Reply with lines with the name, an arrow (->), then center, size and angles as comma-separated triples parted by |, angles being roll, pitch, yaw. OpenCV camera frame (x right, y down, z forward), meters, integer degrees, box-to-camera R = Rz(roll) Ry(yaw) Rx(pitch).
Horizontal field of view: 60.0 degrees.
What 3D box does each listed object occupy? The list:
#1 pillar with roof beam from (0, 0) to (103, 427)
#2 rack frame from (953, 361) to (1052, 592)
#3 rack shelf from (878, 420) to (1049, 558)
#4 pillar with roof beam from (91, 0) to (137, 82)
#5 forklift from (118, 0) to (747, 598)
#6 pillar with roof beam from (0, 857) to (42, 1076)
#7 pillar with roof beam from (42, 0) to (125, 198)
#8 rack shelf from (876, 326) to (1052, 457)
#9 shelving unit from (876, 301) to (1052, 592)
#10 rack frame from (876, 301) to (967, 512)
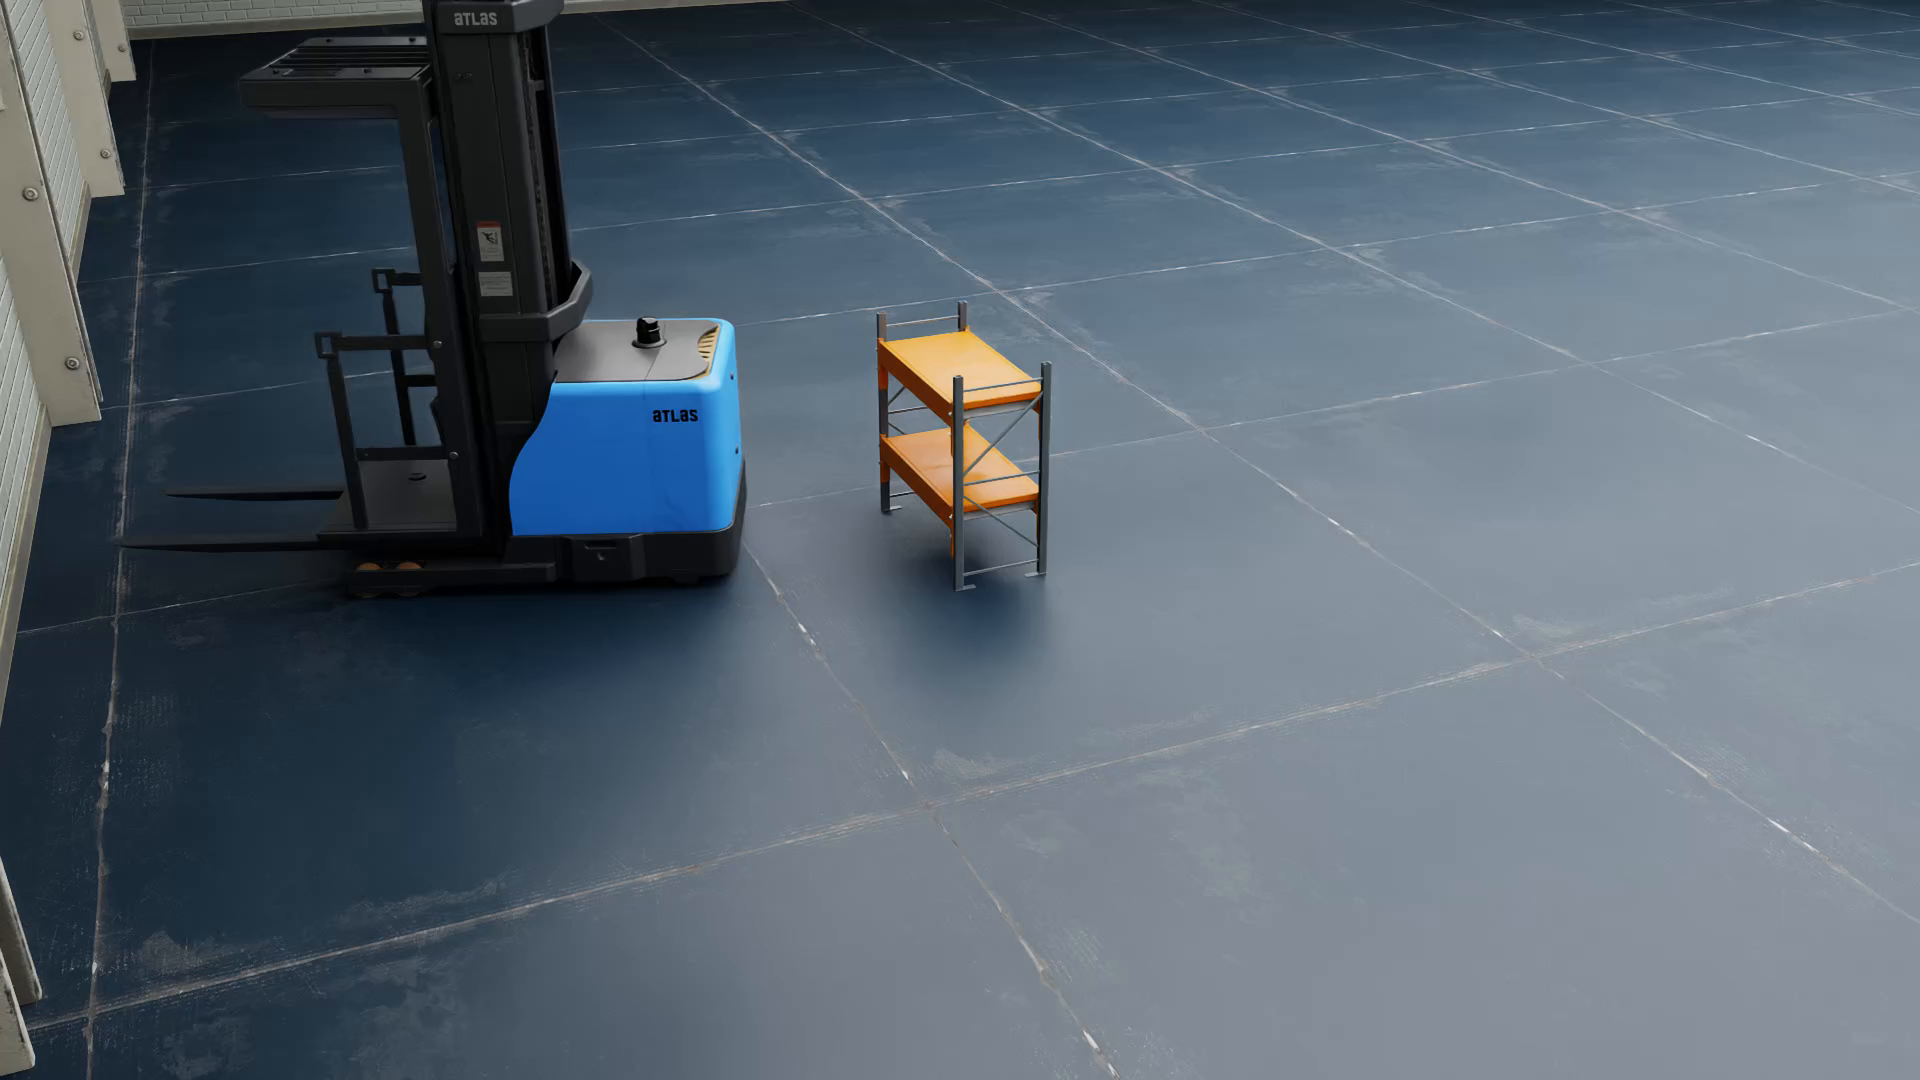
pillar with roof beam -> -1.563, -5.577, 9.916 | 9.100, 9.000, 0.400 | -11, 28, -21
rack frame -> 0.202, -0.298, 8.077 | 0.500, 1.125, 0.032 | -11, 28, -21
rack shelf -> 0.003, -0.283, 8.605 | 0.538, 0.278, 1.000 | -11, 28, -21
pillar with roof beam -> -6.262, -10.422, 19.838 | 9.100, 9.000, 0.400 | -11, 28, -21
forklift -> -2.654, -1.273, 8.016 | 3.031, 2.935, 1.130 | -1, 26, -3
pillar with roof beam -> 0.787, -3.155, 4.955 | 9.100, 9.000, 0.400 | -11, 28, -21
pillar with roof beam -> -3.913, -7.999, 14.877 | 9.100, 9.000, 0.400 | -11, 28, -21
rack shelf -> 0.003, -0.766, 8.369 | 0.538, 0.278, 1.000 | -11, 28, -21
shelving unit -> 0.003, -0.503, 8.498 | 0.538, 1.125, 1.048 | -11, 28, -21
rack frame -> -0.196, -0.708, 8.918 | 0.500, 1.125, 0.032 | -11, 28, -21
